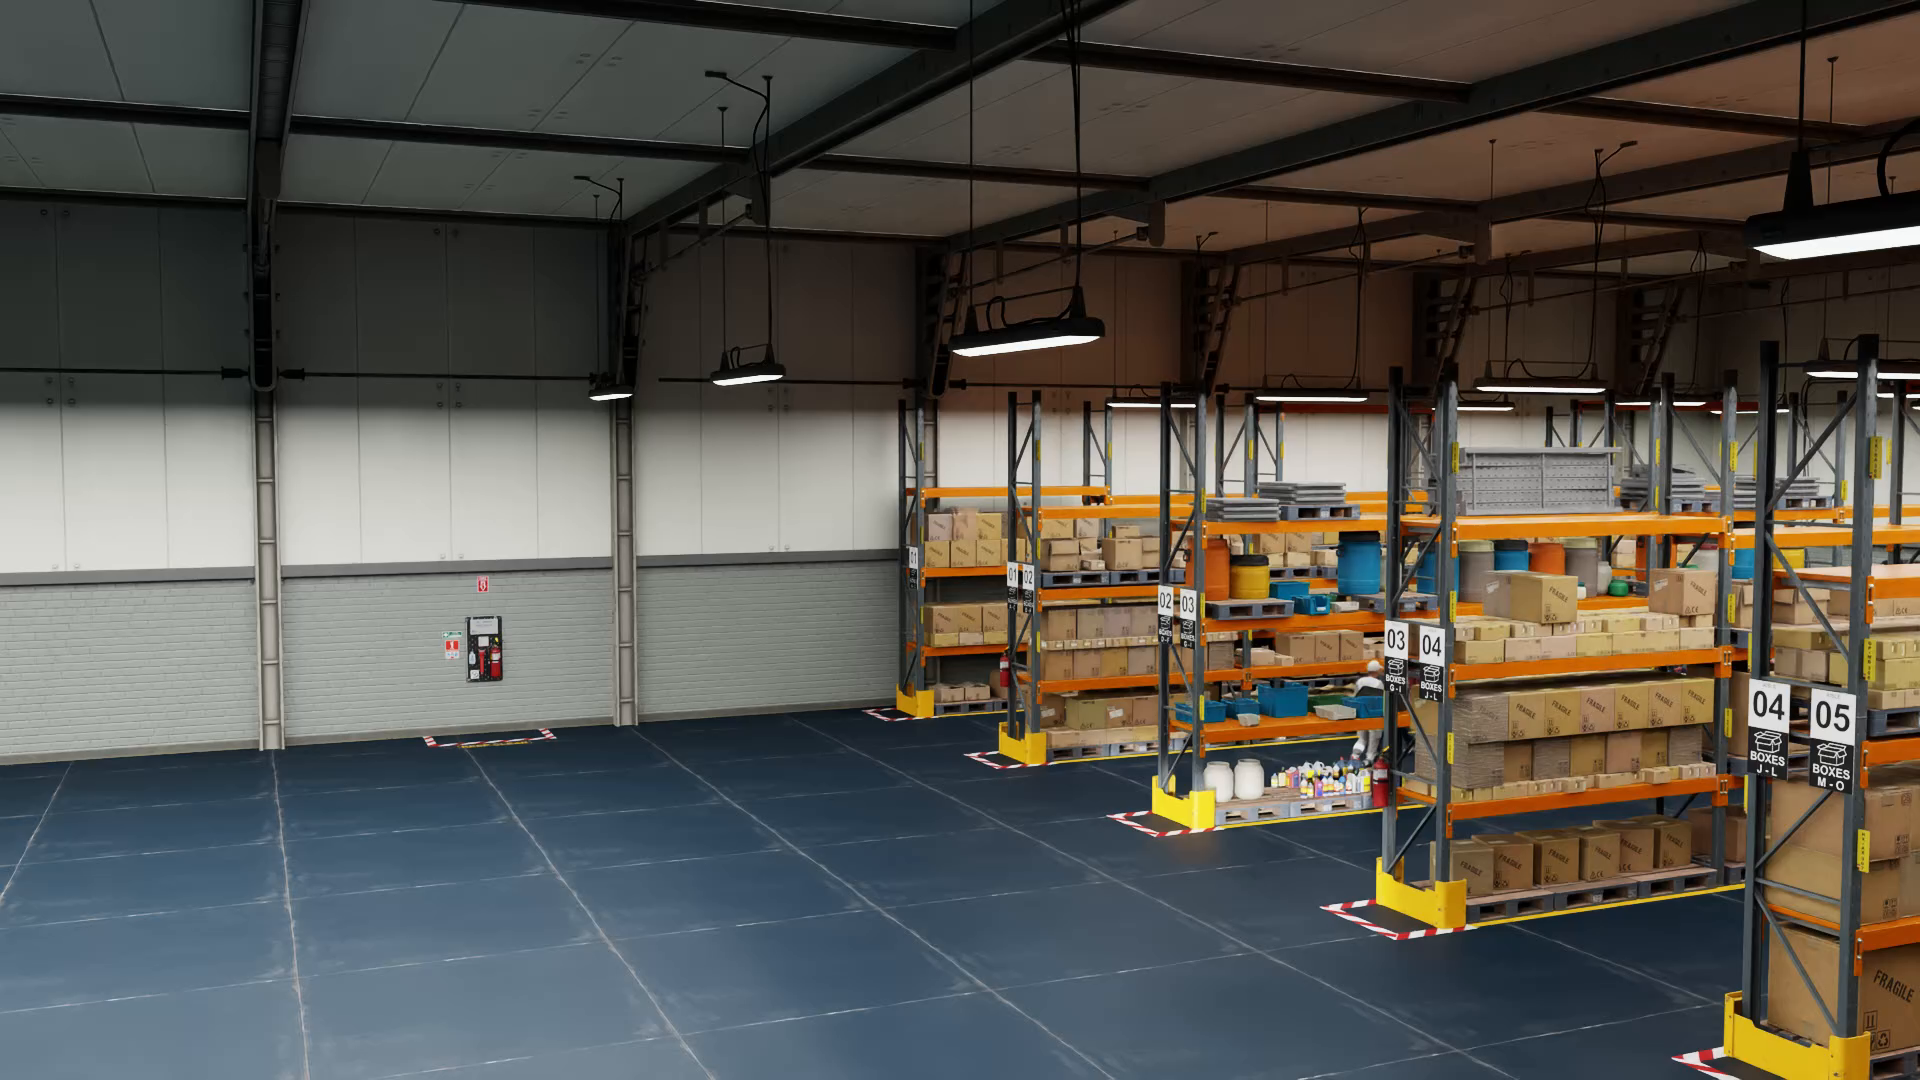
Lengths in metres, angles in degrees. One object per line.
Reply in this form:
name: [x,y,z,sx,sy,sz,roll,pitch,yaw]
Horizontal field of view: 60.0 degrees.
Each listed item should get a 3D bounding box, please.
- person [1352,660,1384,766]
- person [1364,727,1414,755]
person: [6.337,2.762,25.772,0.593,1.791,0.461,3,5,42]
person: [7.079,2.770,27.298,0.972,1.538,0.389,-2,4,-30]
